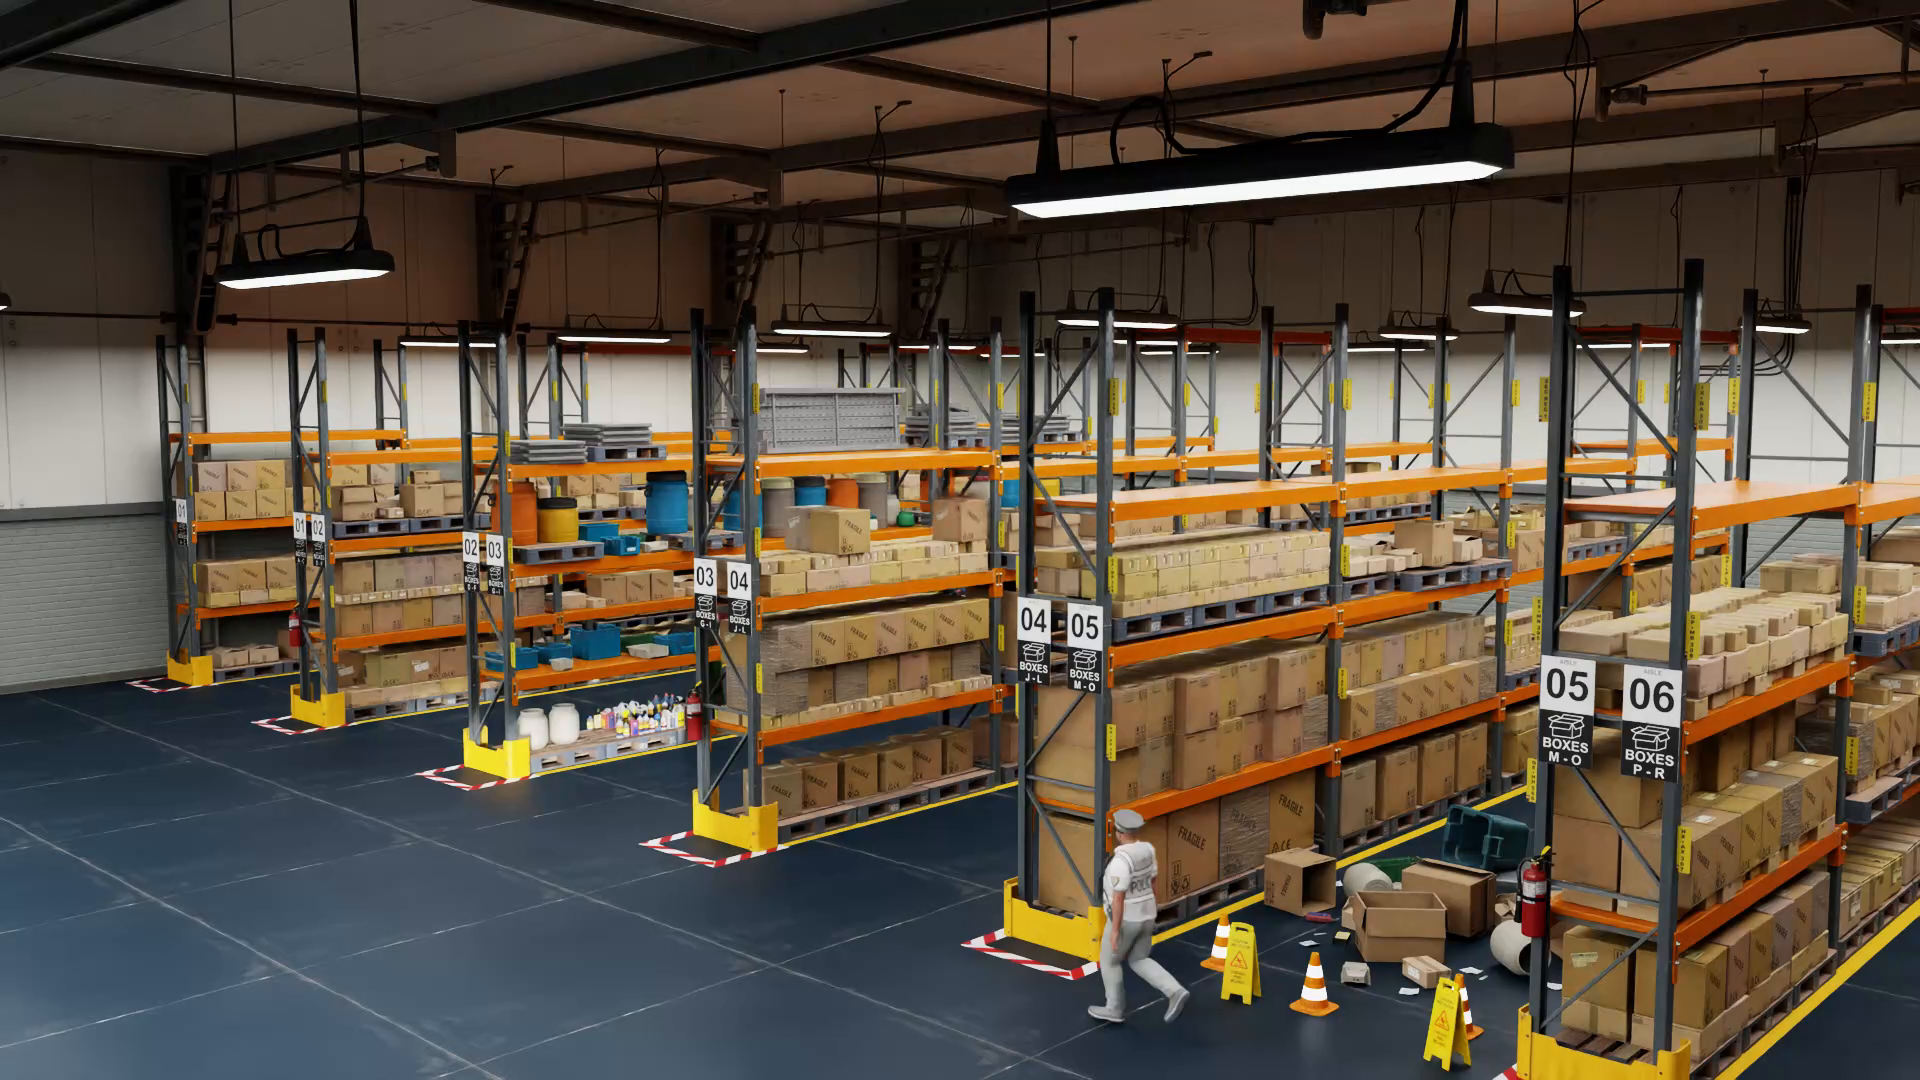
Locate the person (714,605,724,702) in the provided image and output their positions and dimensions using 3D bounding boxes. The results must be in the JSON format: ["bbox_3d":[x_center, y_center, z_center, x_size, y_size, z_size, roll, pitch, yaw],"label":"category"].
[{"bbox_3d":[-3.961,1.787,26.687,0.562,1.827,0.610,4,6,34],"label":"person"}]

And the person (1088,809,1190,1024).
[{"bbox_3d":[1.429,3.032,13.352,0.826,1.736,0.563,4,7,38],"label":"person"}]

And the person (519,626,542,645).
[{"bbox_3d":[-7.923,1.461,30.255,0.524,1.707,0.607,-5,7,-41],"label":"person"}]
